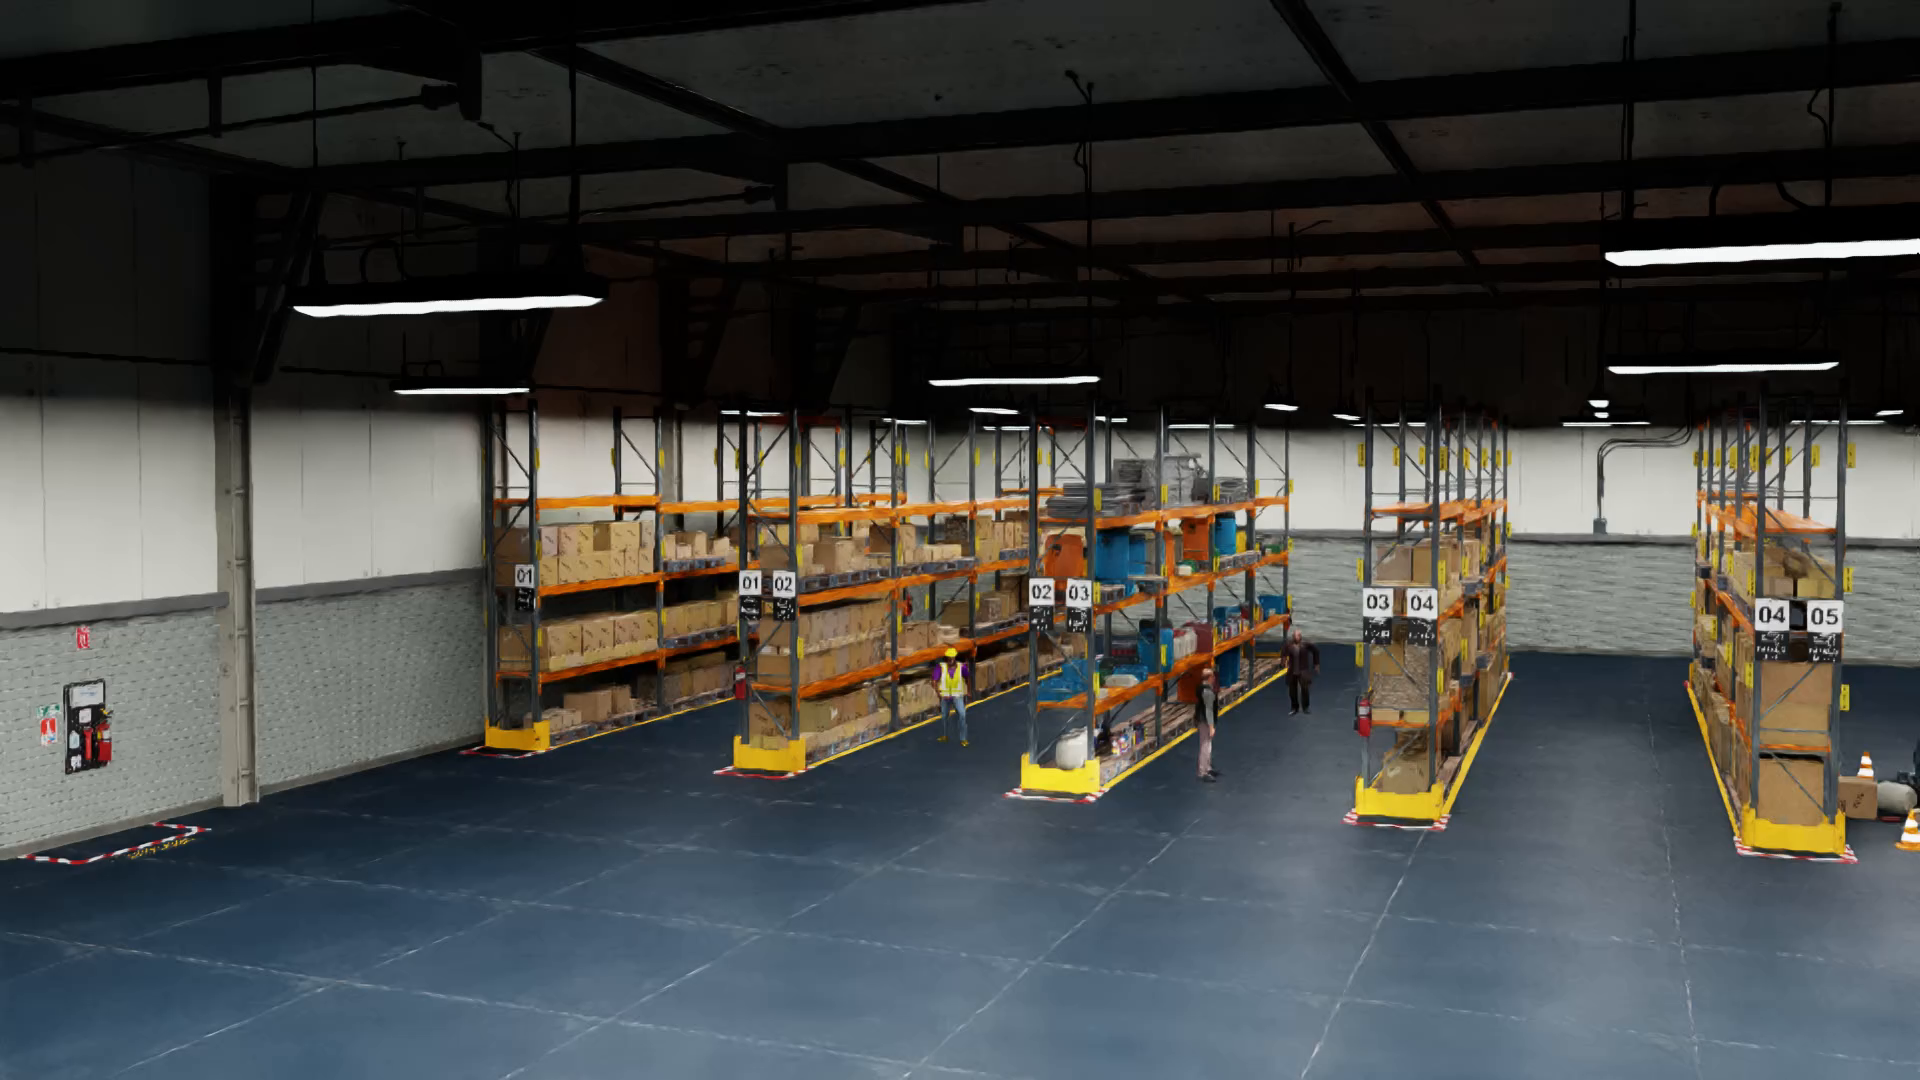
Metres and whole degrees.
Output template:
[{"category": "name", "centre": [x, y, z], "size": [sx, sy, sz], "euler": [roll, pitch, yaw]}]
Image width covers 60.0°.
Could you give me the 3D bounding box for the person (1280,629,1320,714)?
[{"category": "person", "centre": [6.576, 2.563, 32.281], "size": [0.718, 1.704, 0.845], "euler": [1, 3, 26]}]

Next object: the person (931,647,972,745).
[{"category": "person", "centre": [-0.142, 2.711, 29.044], "size": [0.705, 1.700, 0.828], "euler": [0, 3, 3]}]

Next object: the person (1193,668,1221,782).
[{"category": "person", "centre": [3.867, 2.850, 25.795], "size": [0.463, 1.731, 0.591], "euler": [0, 3, -5]}]
